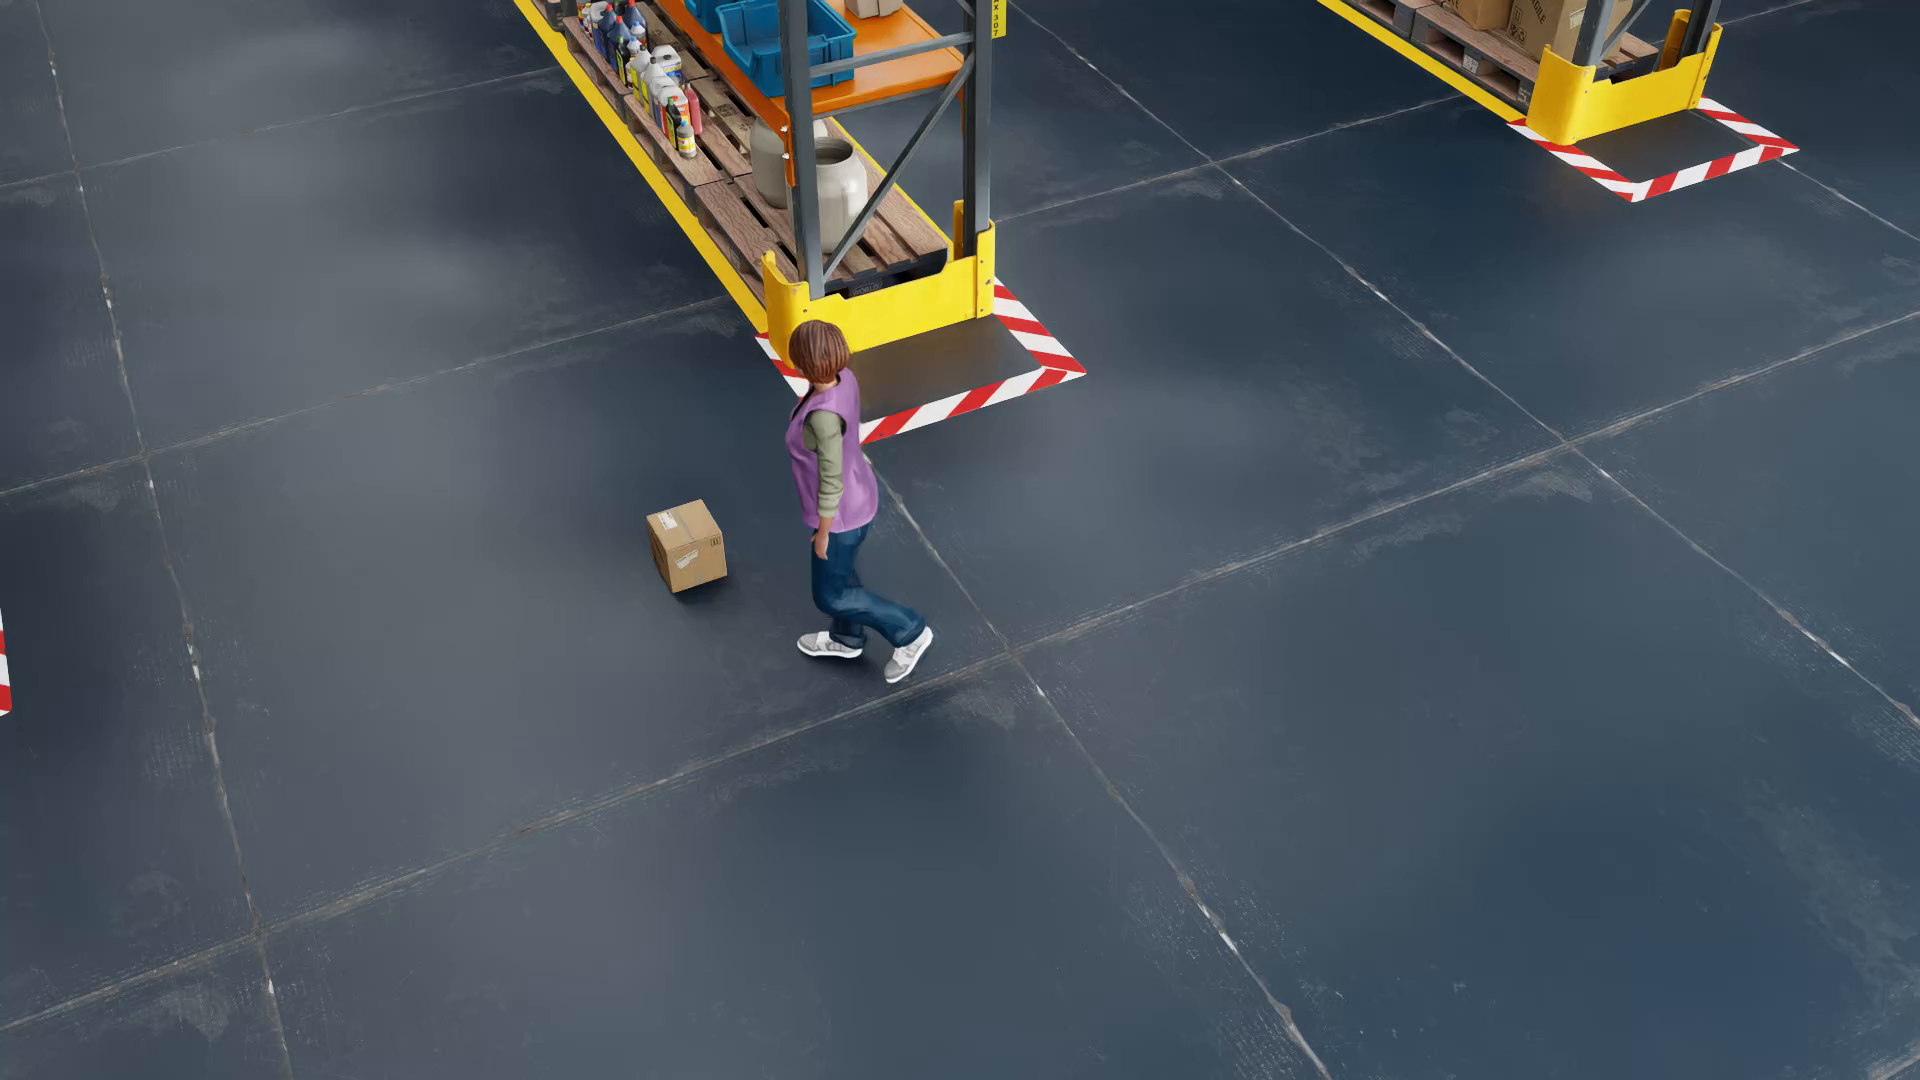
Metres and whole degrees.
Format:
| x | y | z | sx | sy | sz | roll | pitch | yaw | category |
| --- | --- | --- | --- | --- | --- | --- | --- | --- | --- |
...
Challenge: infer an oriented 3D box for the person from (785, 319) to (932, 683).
| x | y | z | sx | sy | sz | roll | pitch | yaw | category |
| --- | --- | --- | --- | --- | --- | --- | --- | --- | --- |
| -0.389 | -0.117 | 6.276 | 0.561 | 1.591 | 0.447 | 1 | 42 | 1 | person |
